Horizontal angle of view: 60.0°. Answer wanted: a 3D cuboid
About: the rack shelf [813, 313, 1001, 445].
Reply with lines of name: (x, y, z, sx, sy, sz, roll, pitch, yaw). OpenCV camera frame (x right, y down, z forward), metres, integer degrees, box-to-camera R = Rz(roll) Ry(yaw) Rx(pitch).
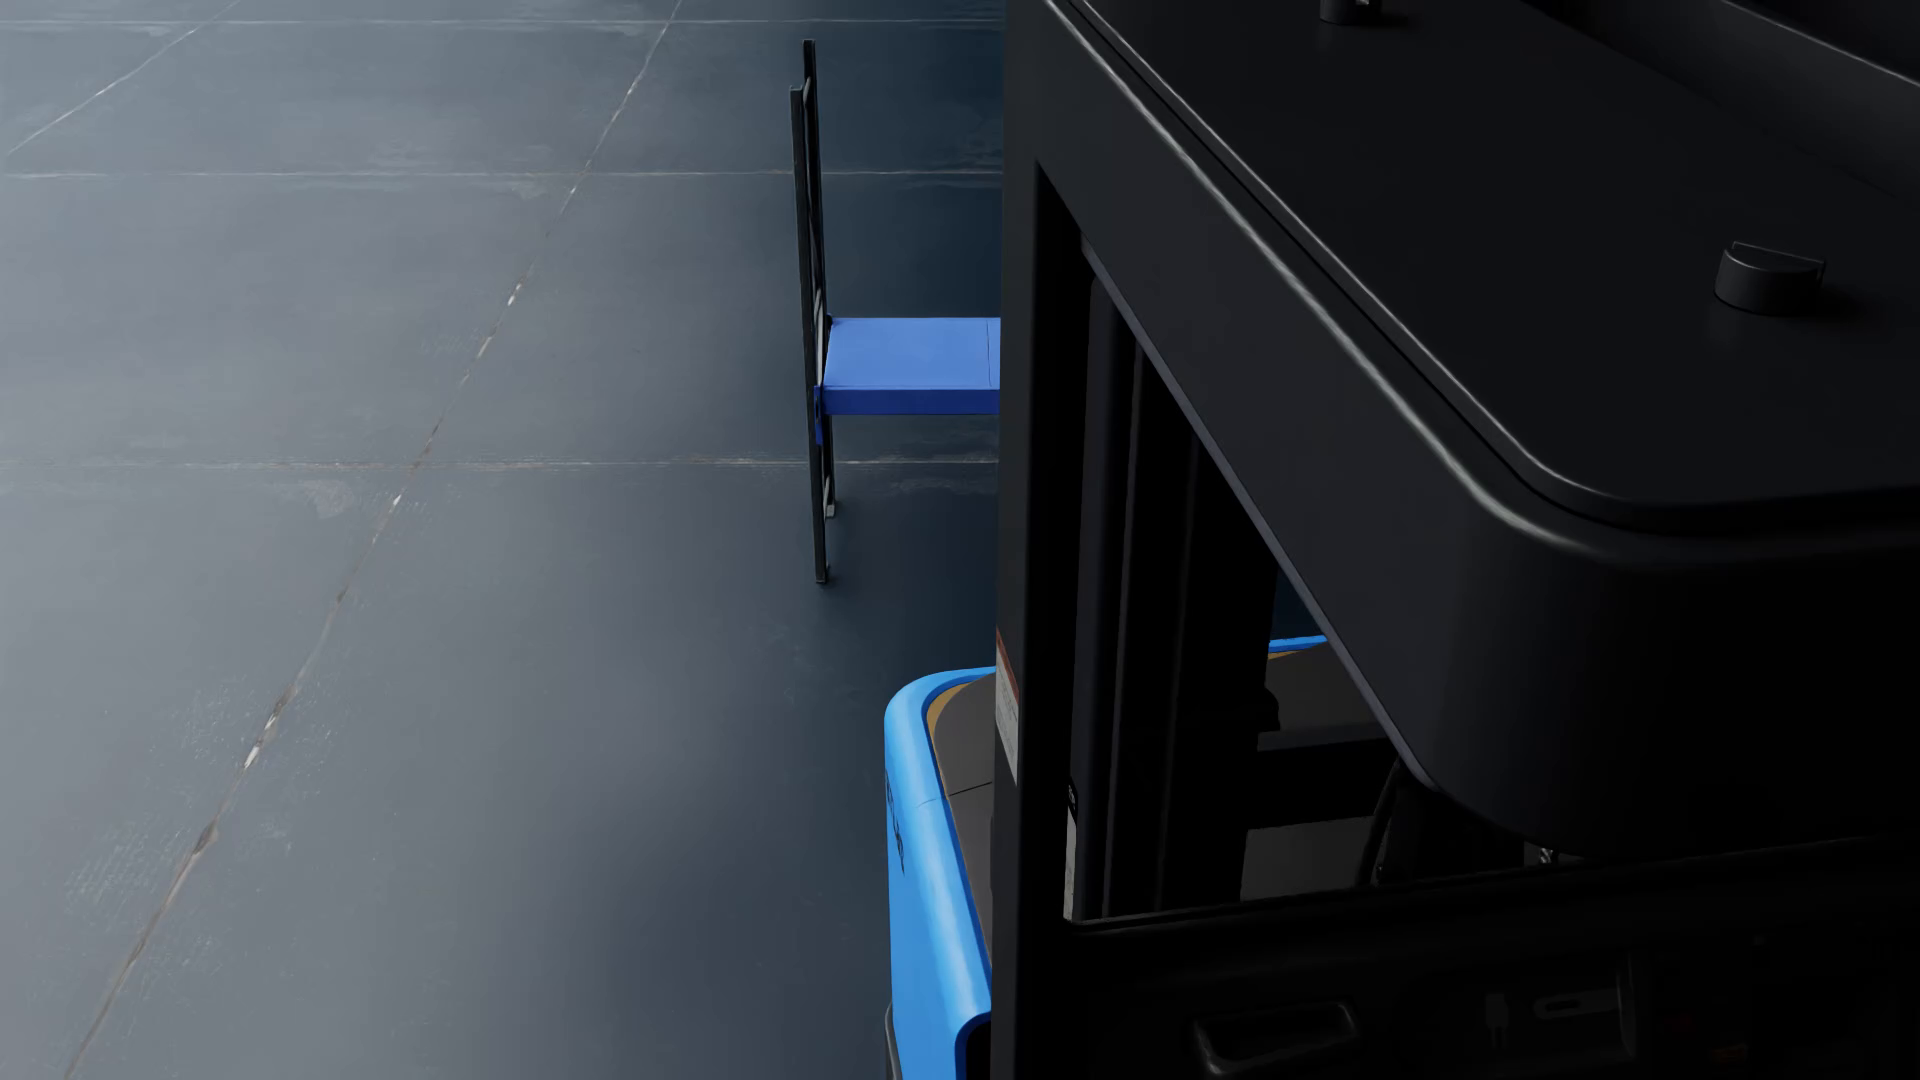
rack shelf: (0.085, -0.488, 4.955, 1.000, 0.185, 0.538, 0, 31, 0)

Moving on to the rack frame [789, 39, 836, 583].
rack frame: (-0.423, -0.640, 4.859, 0.032, 1.500, 0.500, 0, 31, 0)

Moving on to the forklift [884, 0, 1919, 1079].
forklift: (0.615, 0.603, 1.431, 1.130, 2.935, 3.031, -5, 32, -8)

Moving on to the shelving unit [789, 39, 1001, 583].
shelving unit: (0.085, -0.641, 4.861, 1.048, 1.500, 0.538, 0, 31, 0)
